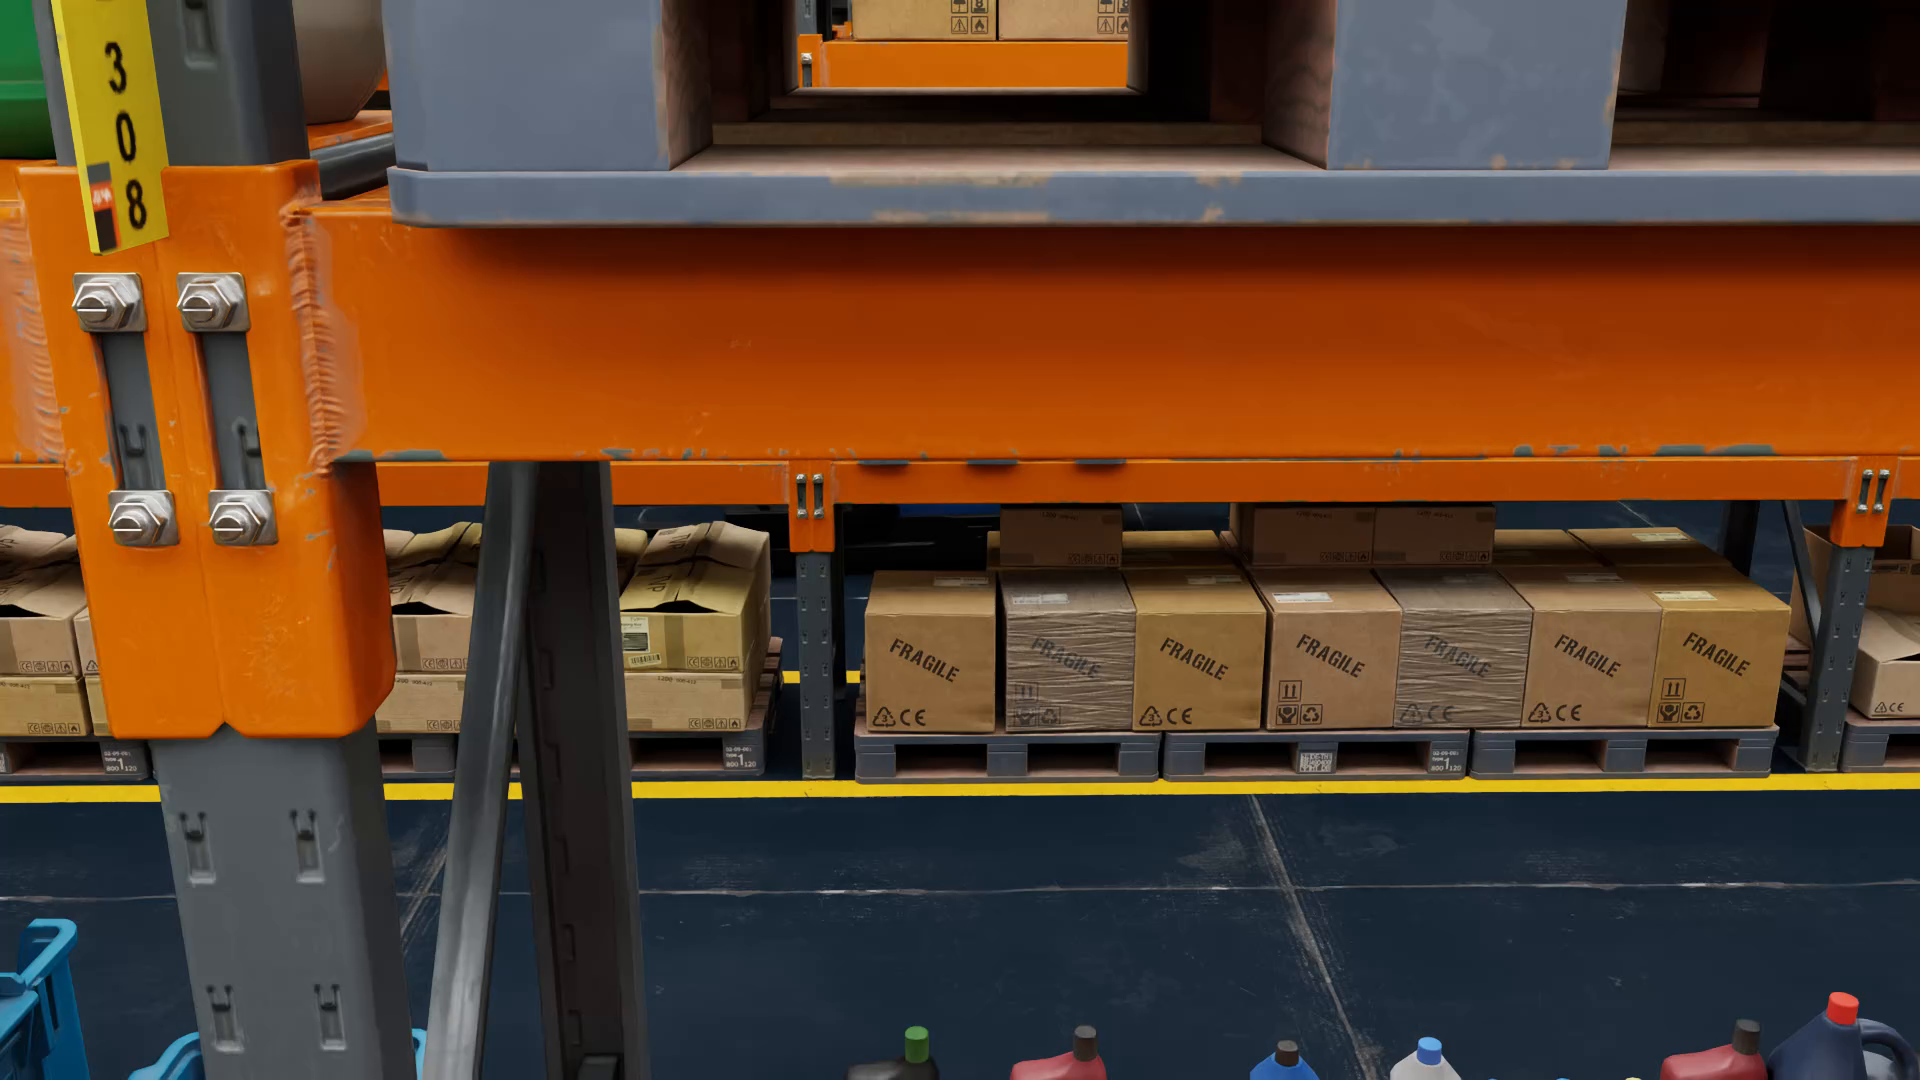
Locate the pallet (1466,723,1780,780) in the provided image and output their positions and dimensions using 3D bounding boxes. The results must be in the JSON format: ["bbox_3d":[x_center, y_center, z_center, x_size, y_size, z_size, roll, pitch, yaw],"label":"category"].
[{"bbox_3d":[2.619,0.695,7.035,1.213,0.211,1.003,0,18,-1],"label":"pallet"}]

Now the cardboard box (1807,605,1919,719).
[{"bbox_3d":[3.855,0.487,6.801,0.500,0.311,0.500,0,18,-1],"label":"cardboard box"}]

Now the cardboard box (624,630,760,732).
[{"bbox_3d":[-1.090,0.558,6.713,0.500,0.250,0.500,0,18,0],"label":"cardboard box"}]

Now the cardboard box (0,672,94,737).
[{"bbox_3d":[-3.649,0.572,6.669,0.500,0.250,0.500,0,18,1],"label":"cardboard box"}]

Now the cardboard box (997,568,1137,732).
[{"bbox_3d":[0.416,0.433,6.659,0.500,0.500,0.500,-1,18,-3],"label":"cardboard box"}]

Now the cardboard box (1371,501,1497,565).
[{"bbox_3d":[1.945,-0.092,7.067,0.500,0.250,0.500,0,18,-1],"label":"cardboard box"}]

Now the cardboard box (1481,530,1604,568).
[{"bbox_3d":[2.411,0.267,7.178,0.500,0.500,0.500,0,18,0],"label":"cardboard box"}]

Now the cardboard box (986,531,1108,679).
[{"bbox_3d":[0.364,0.276,7.149,0.500,0.500,0.500,0,18,1],"label":"cardboard box"}]

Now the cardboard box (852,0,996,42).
[{"bbox_3d":[-0.132,-2.117,6.162,0.500,0.500,0.910,0,18,-1],"label":"cardboard box"}]

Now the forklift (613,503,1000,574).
[{"bbox_3d":[-0.827,-1.370,9.021,3.031,2.935,1.130,-2,18,-5],"label":"forklift"}]

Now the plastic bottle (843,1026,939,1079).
[{"bbox_3d":[-0.095,0.807,2.311,0.133,0.283,0.061,0,18,-1],"label":"plastic bottle"}]

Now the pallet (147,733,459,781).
[{"bbox_3d":[-2.608,0.696,7.032,1.213,0.211,1.003,0,18,-1],"label":"pallet"}]

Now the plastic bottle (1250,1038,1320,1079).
[{"bbox_3d":[0.446,0.816,2.303,0.097,0.271,0.097,0,18,0],"label":"plastic bottle"}]

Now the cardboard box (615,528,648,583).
[{"bbox_3d":[-1.621,0.132,7.123,0.500,0.311,0.500,-1,18,-2],"label":"cardboard box"}]

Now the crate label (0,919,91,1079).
[{"bbox_3d":[-1.491,0.789,2.118,0.616,0.435,0.502,0,18,-1],"label":"crate label"}]

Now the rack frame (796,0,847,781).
[{"bbox_3d":[-0.567,-0.629,6.597,0.127,3.000,1.000,0,18,-1],"label":"rack frame"}]

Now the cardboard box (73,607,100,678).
[{"bbox_3d":[-3.132,0.303,6.587,0.500,0.311,0.500,-1,18,-3],"label":"cardboard box"}]

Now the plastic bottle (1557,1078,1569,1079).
[{"bbox_3d":[0.835,0.848,2.320,0.097,0.201,0.097,0,18,0],"label":"plastic bottle"}]

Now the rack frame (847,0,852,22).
[{"bbox_3d":[-0.649,-2.142,11.313,0.127,3.000,1.000,0,18,-1],"label":"rack frame"}]

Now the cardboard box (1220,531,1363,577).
[{"bbox_3d":[1.406,0.269,7.170,0.500,0.500,0.500,-1,18,-3],"label":"cardboard box"}]

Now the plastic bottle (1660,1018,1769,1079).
[{"bbox_3d":[1.048,0.802,2.328,0.133,0.283,0.061,0,18,-1],"label":"plastic bottle"}]

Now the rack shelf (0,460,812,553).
[{"bbox_3d":[-2.567,-0.277,6.677,4.000,0.370,1.077,0,18,-1],"label":"rack shelf"}]

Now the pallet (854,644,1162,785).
[{"bbox_3d":[0.180,0.707,6.998,1.213,0.211,1.003,0,18,-1],"label":"pallet"}]

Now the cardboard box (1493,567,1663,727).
[{"bbox_3d":[2.449,0.423,6.692,0.500,0.500,0.500,0,18,-1],"label":"cardboard box"}]

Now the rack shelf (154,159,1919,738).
[{"bbox_3d":[1.507,-0.211,1.562,4.000,0.370,1.077,0,18,-1],"label":"rack shelf"}]

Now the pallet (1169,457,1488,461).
[{"bbox_3d":[1.377,-0.548,6.660,1.213,0.211,1.003,0,18,-1],"label":"pallet"}]

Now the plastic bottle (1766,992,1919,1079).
[{"bbox_3d":[1.207,0.782,2.280,0.185,0.351,0.144,0,18,-1],"label":"plastic bottle"}]

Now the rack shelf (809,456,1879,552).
[{"bbox_3d":[1.432,-0.296,6.737,4.000,0.370,1.077,0,18,-1],"label":"rack shelf"}]

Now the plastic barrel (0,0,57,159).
[{"bbox_3d":[-0.739,-0.453,1.394,0.294,0.245,0.294,0,18,0],"label":"plastic barrel"}]

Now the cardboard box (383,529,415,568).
[{"bbox_3d":[-2.645,0.136,7.109,0.500,0.311,0.500,0,18,-2],"label":"cardboard box"}]

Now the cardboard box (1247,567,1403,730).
[{"bbox_3d":[1.439,0.428,6.675,0.500,0.500,0.500,-1,18,-3],"label":"cardboard box"}]

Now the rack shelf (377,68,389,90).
[{"bbox_3d":[-2.567,-1.705,6.218,4.000,0.370,1.077,0,18,-1],"label":"rack shelf"}]

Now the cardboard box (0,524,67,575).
[{"bbox_3d":[-4.167,0.143,7.086,0.500,0.311,0.500,0,18,-1],"label":"cardboard box"}]

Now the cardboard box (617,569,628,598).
[{"bbox_3d":[-1.607,0.296,6.611,0.500,0.311,0.500,-1,18,-2],"label":"cardboard box"}]

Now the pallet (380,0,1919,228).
[{"bbox_3d":[0.273,-0.428,1.370,1.213,0.211,1.003,0,18,-1],"label":"pallet"}]

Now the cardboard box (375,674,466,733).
[{"bbox_3d":[-2.108,0.563,6.697,0.500,0.250,0.500,0,18,0],"label":"cardboard box"}]

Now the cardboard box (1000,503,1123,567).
[{"bbox_3d":[0.420,-0.083,7.039,0.500,0.250,0.500,0,18,1],"label":"cardboard box"}]
